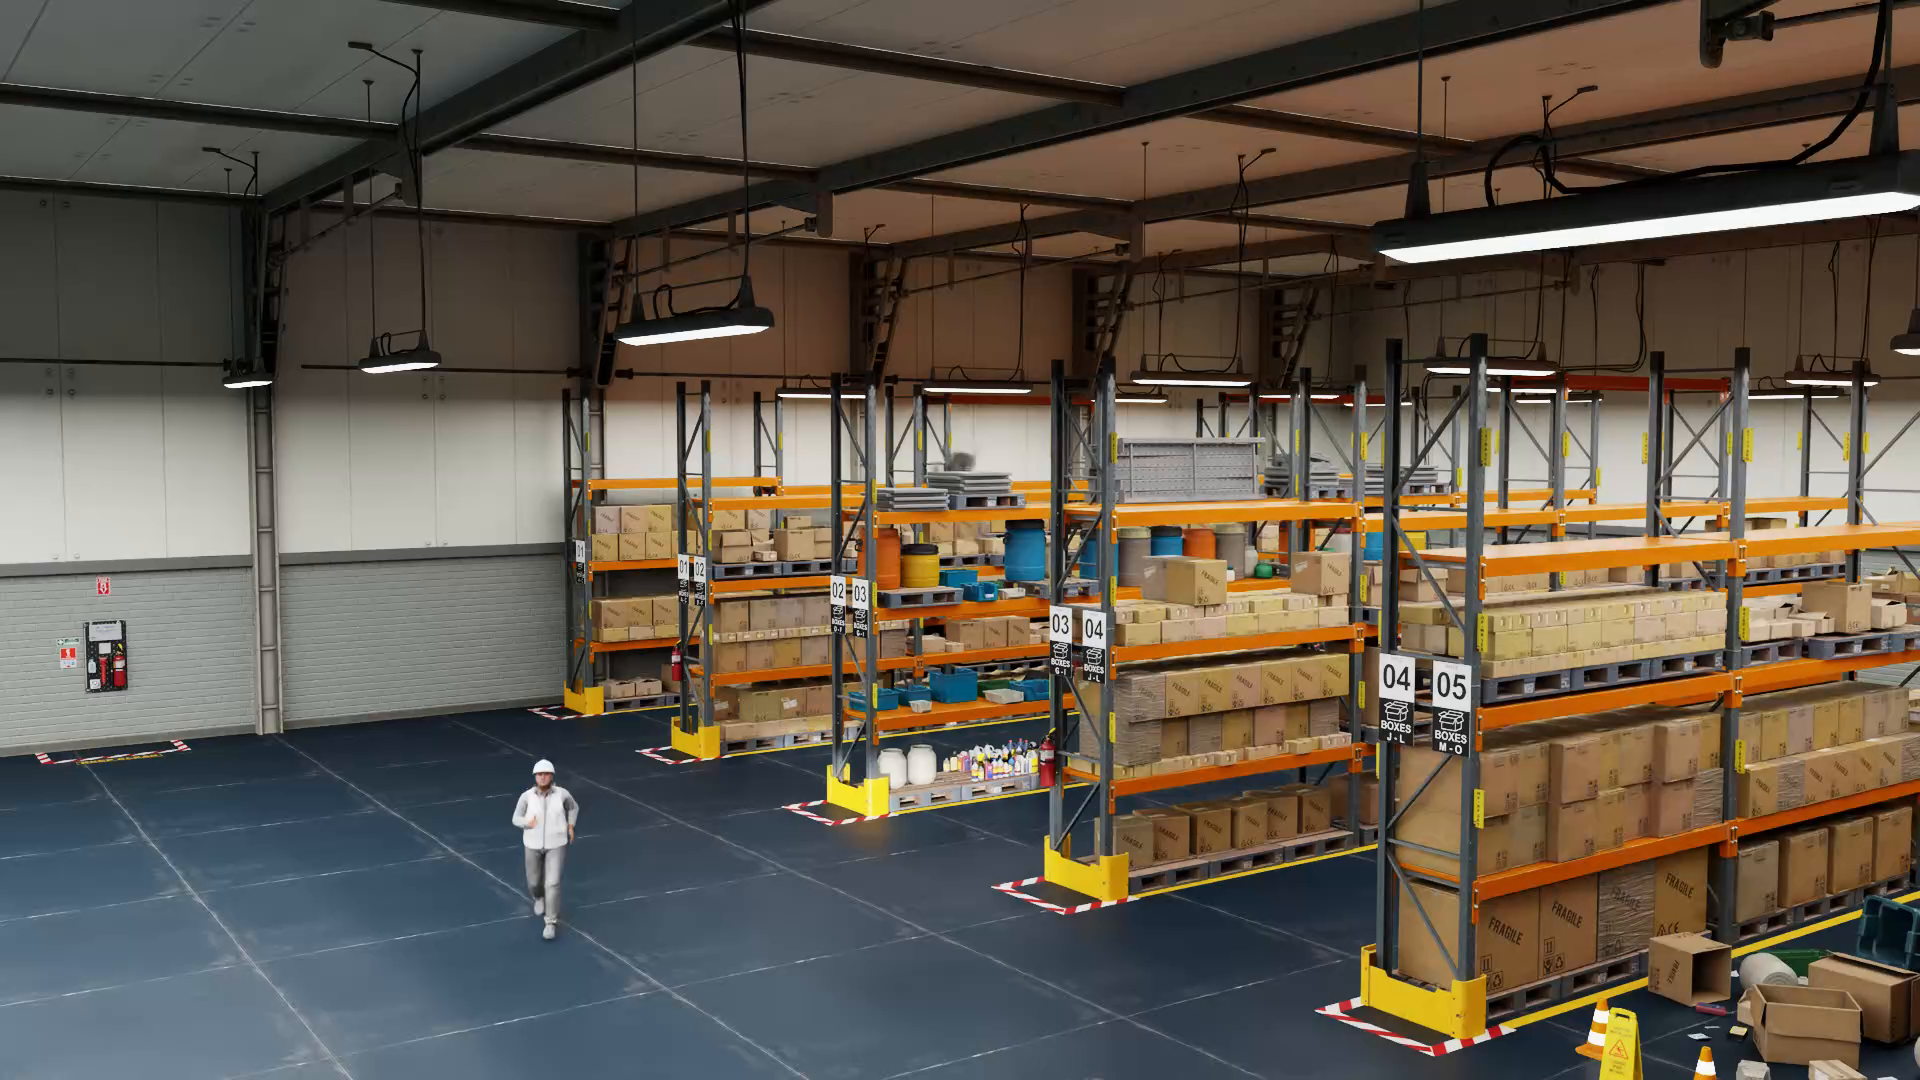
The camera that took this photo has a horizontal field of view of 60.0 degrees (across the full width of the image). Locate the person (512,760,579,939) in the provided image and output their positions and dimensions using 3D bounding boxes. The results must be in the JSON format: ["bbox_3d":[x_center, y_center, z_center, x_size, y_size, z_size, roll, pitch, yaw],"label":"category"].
[{"bbox_3d":[-4.298,3.155,17.249,0.661,1.751,0.963,-1,4,-9],"label":"person"}]

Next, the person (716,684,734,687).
[{"bbox_3d":[-4.081,2.451,28.928,0.709,1.737,0.640,3,5,41],"label":"person"}]
